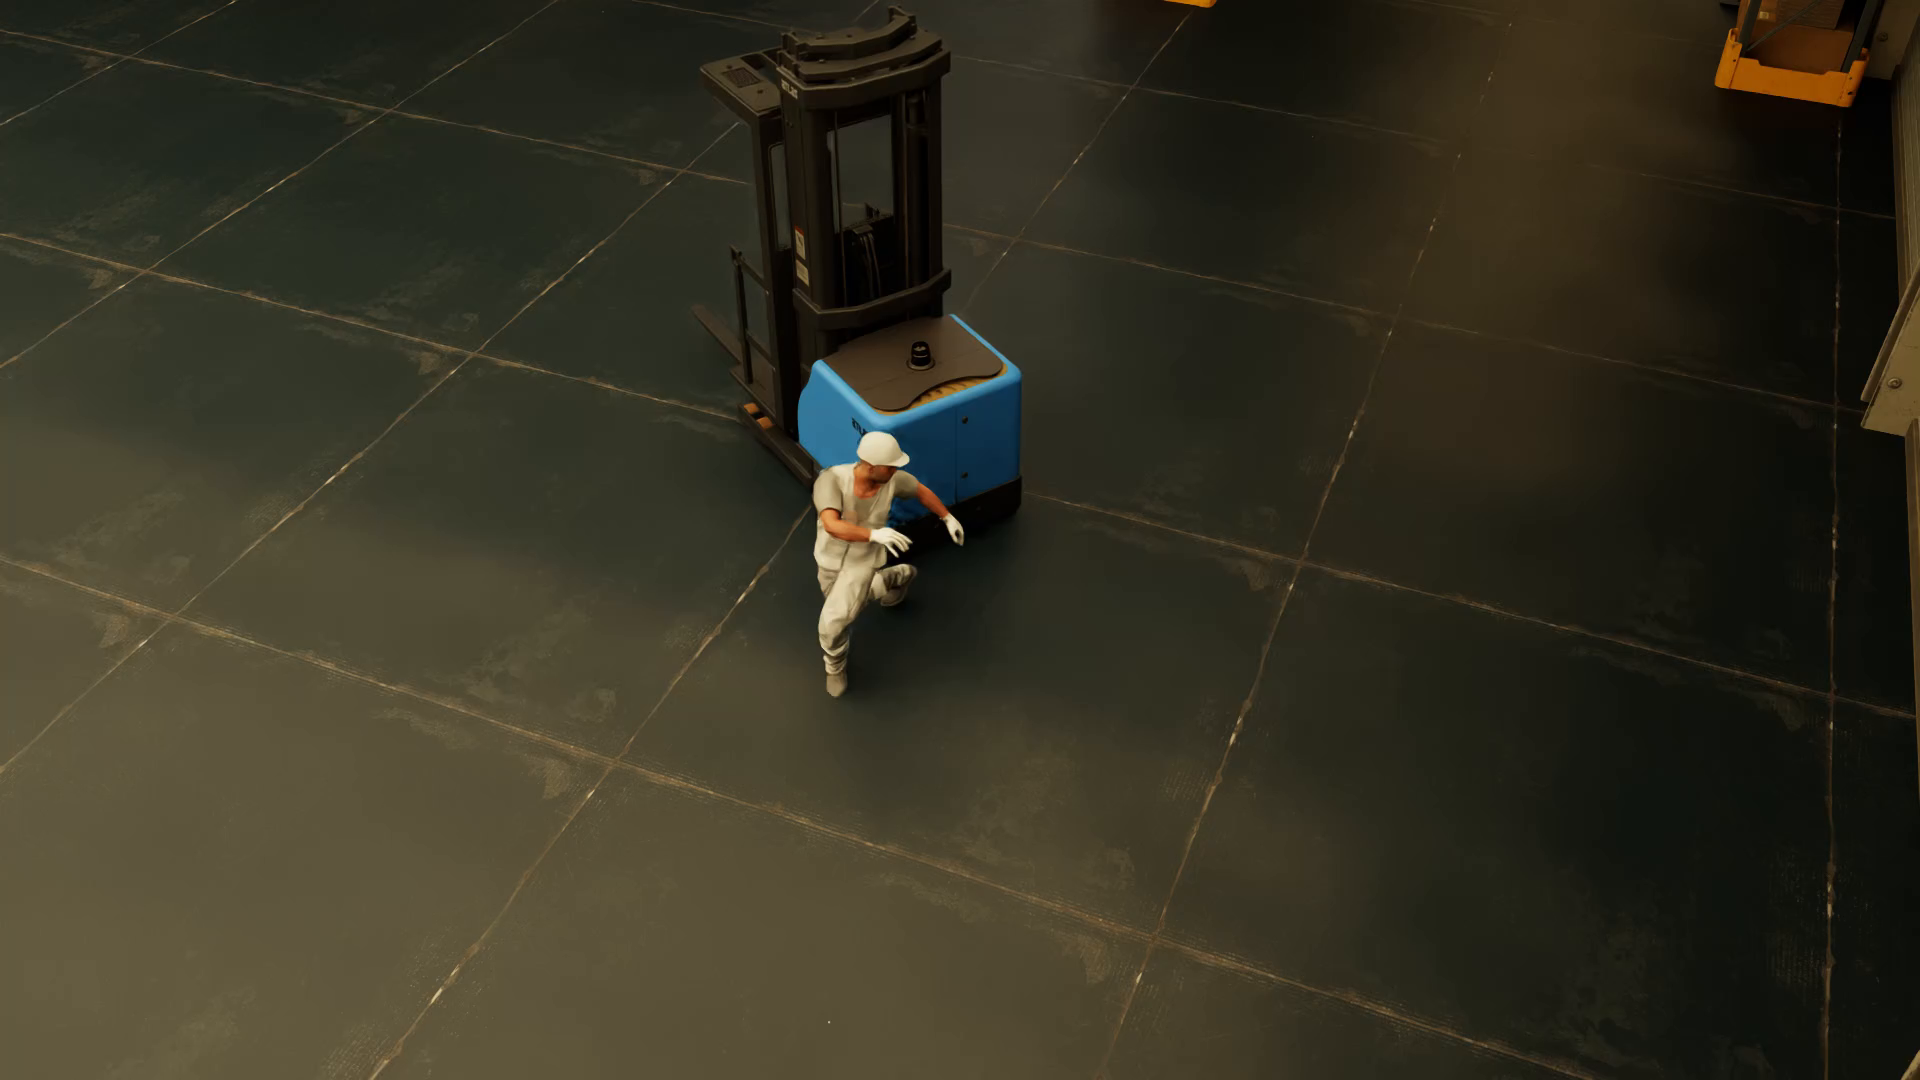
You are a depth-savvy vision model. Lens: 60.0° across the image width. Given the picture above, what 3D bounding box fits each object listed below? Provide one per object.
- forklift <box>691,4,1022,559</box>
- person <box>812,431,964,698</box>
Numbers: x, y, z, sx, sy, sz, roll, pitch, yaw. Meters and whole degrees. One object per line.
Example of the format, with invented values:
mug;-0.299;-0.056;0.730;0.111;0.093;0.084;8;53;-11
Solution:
forklift;-0.834;-1.924;10.305;1.130;2.935;3.031;-22;45;-24
person;-0.430;0.055;9.090;0.745;1.540;0.973;11;41;13
